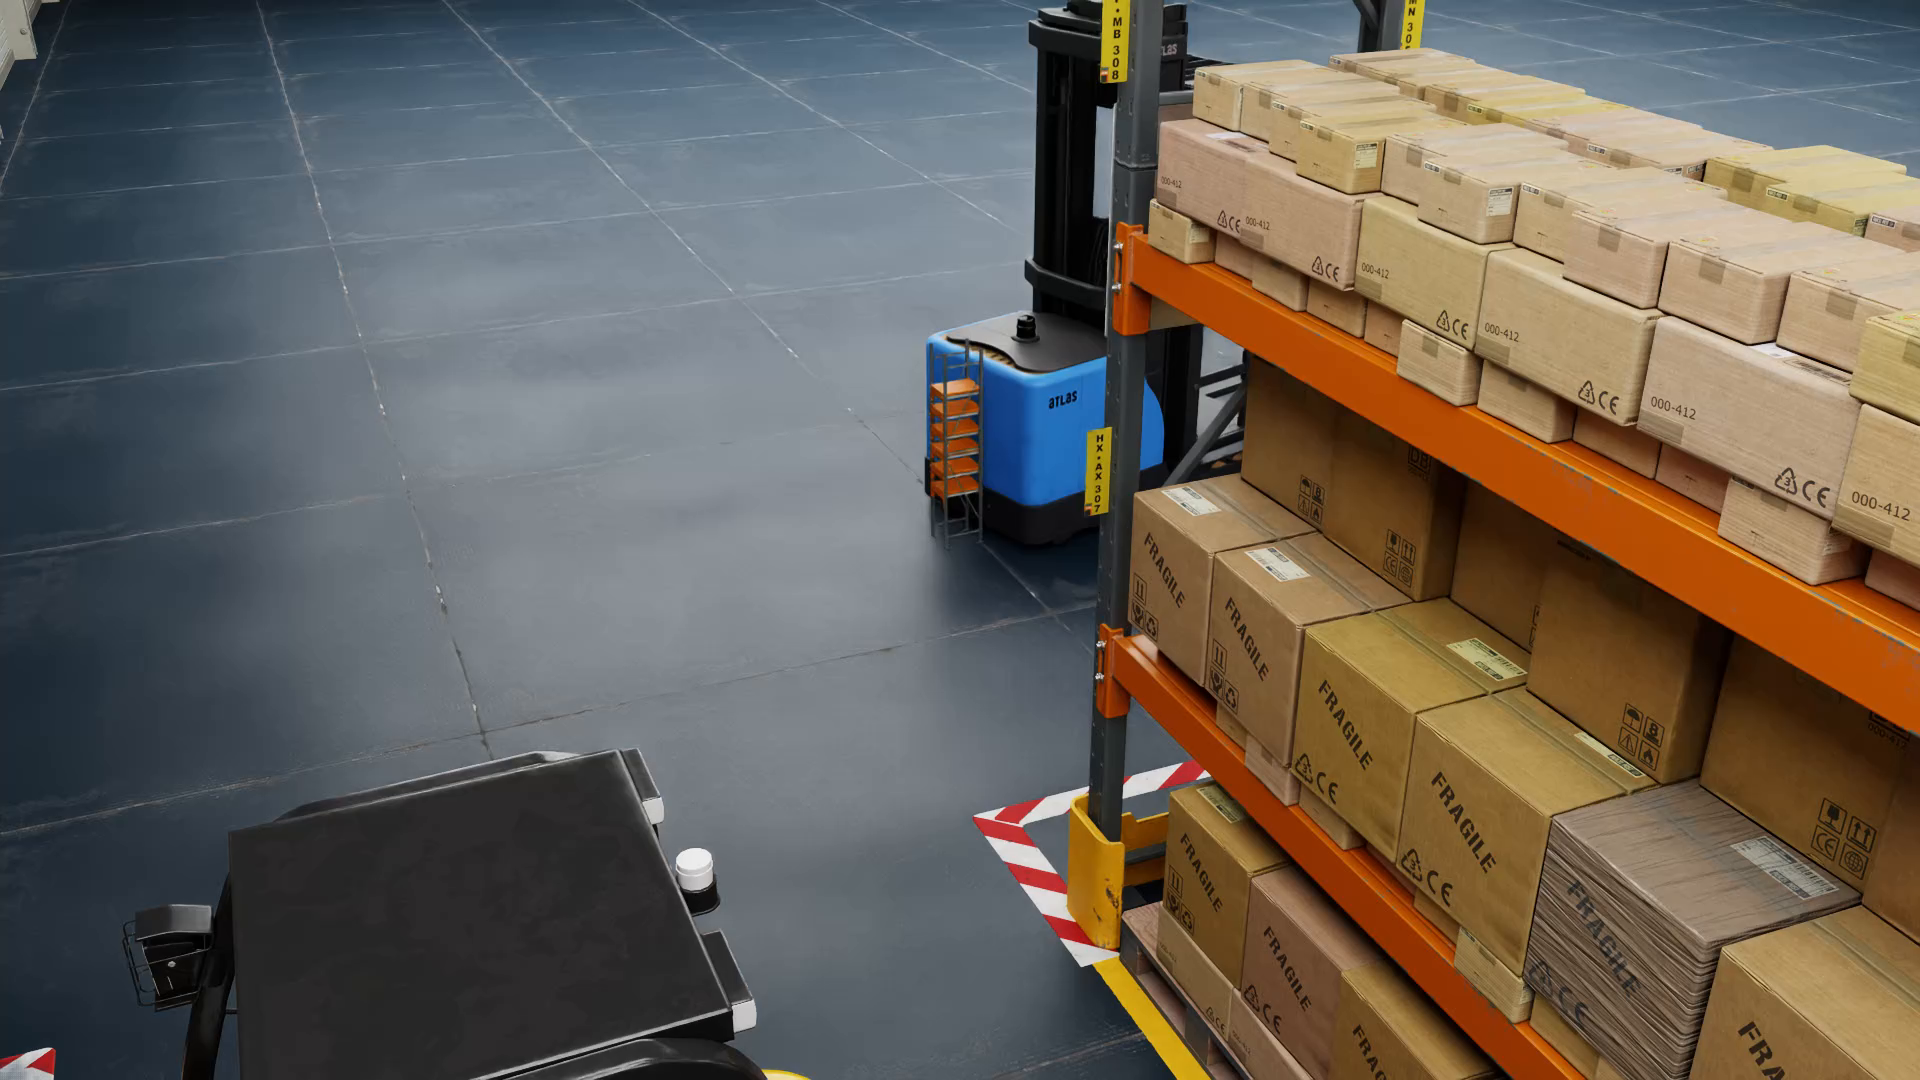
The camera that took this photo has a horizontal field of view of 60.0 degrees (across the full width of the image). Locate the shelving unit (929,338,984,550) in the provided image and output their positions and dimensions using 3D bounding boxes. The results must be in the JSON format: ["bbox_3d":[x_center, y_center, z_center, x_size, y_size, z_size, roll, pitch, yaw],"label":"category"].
[{"bbox_3d":[-0.020,-0.539,9.485,0.258,1.200,0.189,-12,28,-22],"label":"shelving unit"}]

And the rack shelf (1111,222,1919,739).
[{"bbox_3d":[1.770,-0.160,4.060,1.077,0.370,4.000,-11,28,-21],"label":"rack shelf"}]

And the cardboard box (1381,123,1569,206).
[{"bbox_3d":[1.307,-0.949,4.234,0.380,0.149,0.250,-11,28,-21],"label":"cardboard box"}]

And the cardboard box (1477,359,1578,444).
[{"bbox_3d":[1.468,-0.368,3.952,0.380,0.149,0.250,-11,28,-22],"label":"cardboard box"}]

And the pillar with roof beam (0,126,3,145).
[{"bbox_3d":[-7.224,-9.355,18.653,9.100,9.000,0.400,-11,28,-21],"label":"pillar with roof beam"}]

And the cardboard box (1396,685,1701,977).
[{"bbox_3d":[1.530,0.736,4.372,0.500,0.500,0.500,-11,28,-22],"label":"cardboard box"}]

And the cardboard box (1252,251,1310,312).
[{"bbox_3d":[1.075,-0.785,4.805,0.380,0.149,0.250,-10,28,-19],"label":"cardboard box"}]

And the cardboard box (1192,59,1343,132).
[{"bbox_3d":[0.938,-1.358,5.070,0.380,0.149,0.250,-11,28,-21],"label":"cardboard box"}]

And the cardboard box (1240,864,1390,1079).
[{"bbox_3d":[1.266,1.360,5.346,0.500,0.500,0.500,-12,28,-23],"label":"cardboard box"}]

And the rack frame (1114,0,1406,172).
[{"bbox_3d":[0.986,-2.638,4.897,1.000,3.000,0.127,-11,28,-21],"label":"rack frame"}]

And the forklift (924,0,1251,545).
[{"bbox_3d":[1.246,-1.801,10.098,3.031,2.935,1.130,-20,32,-35],"label":"forklift"}]

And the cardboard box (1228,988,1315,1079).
[{"bbox_3d":[1.241,1.685,5.536,0.500,0.250,0.500,-10,28,-19],"label":"cardboard box"}]

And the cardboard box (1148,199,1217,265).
[{"bbox_3d":[0.818,-0.988,5.222,0.380,0.149,0.250,-11,28,-21],"label":"cardboard box"}]

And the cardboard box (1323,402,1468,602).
[{"bbox_3d":[1.579,-0.196,5.140,0.700,0.500,0.500,-10,28,-20],"label":"cardboard box"}]

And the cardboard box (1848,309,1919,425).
[{"bbox_3d":[1.814,-0.306,2.917,0.380,0.149,0.250,-10,28,-19],"label":"cardboard box"}]

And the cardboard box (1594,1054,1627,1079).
[{"bbox_3d":[1.746,1.298,3.959,0.380,0.149,0.250,-11,28,-21],"label":"cardboard box"}]

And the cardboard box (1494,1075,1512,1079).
[{"bbox_3d":[1.673,1.779,4.489,0.500,0.500,0.500,-9,27,-18],"label":"cardboard box"}]

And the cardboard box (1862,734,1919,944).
[{"bbox_3d":[2.400,0.619,3.470,0.700,0.500,0.500,-10,28,-20],"label":"cardboard box"}]

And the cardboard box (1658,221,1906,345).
[{"bbox_3d":[1.658,-0.524,3.363,0.380,0.149,0.250,-10,28,-20],"label":"cardboard box"}]

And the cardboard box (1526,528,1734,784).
[{"bbox_3d":[1.941,0.217,4.294,0.700,0.500,0.500,-11,28,-21],"label":"cardboard box"}]

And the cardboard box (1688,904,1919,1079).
[{"bbox_3d":[1.942,1.150,3.522,0.500,0.500,0.500,-10,28,-19],"label":"cardboard box"}]

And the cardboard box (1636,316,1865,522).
[{"bbox_3d":[1.747,-0.286,3.330,0.500,0.250,0.500,-11,28,-21],"label":"cardboard box"}]

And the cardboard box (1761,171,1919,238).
[{"bbox_3d":[2.045,-0.718,3.760,0.380,0.149,0.250,-10,28,-20],"label":"cardboard box"}]

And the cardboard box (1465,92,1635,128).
[{"bbox_3d":[1.625,-1.128,4.601,0.380,0.149,0.250,-10,28,-20],"label":"cardboard box"}]

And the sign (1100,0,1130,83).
[{"bbox_3d":[0.487,-1.590,5.173,0.100,0.325,0.005,-11,28,-21],"label":"sign"}]

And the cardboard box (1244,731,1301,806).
[{"bbox_3d":[1.127,0.674,5.237,0.380,0.149,0.250,-10,28,-20],"label":"cardboard box"}]

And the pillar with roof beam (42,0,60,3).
[{"bbox_3d":[-11.923,-14.199,28.575,9.100,9.000,0.400,-11,28,-21],"label":"pillar with roof beam"}]

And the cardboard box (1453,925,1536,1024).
[{"bbox_3d":[1.539,1.092,4.381,0.380,0.149,0.250,-10,28,-20],"label":"cardboard box"}]

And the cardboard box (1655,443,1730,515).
[{"bbox_3d":[1.735,-0.175,3.557,0.380,0.149,0.250,-10,28,-19],"label":"cardboard box"}]

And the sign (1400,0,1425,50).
[{"bbox_3d":[1.505,-1.776,5.540,0.100,0.325,0.005,-11,28,-21],"label":"sign"}]

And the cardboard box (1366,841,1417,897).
[{"bbox_3d":[1.418,0.869,4.838,0.380,0.149,0.250,-10,28,-19],"label":"cardboard box"}]

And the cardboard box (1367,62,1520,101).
[{"bbox_3d":[1.456,-1.339,5.033,0.380,0.149,0.250,-10,28,-20],"label":"cardboard box"}]

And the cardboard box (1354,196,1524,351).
[{"bbox_3d":[1.352,-0.699,4.175,0.500,0.250,0.500,-10,28,-19],"label":"cardboard box"}]

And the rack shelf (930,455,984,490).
[{"bbox_3d":[-0.020,-0.391,9.557,0.258,0.103,0.180,-12,28,-22],"label":"rack shelf"}]

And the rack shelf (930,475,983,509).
[{"bbox_3d":[-0.020,-0.283,9.610,0.258,0.103,0.180,-12,28,-22],"label":"rack shelf"}]

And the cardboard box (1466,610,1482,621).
[{"bbox_3d":[1.837,0.456,4.944,0.500,0.500,0.500,-11,28,-21],"label":"cardboard box"}]

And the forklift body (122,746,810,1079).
[{"bbox_3d":[-1.158,1.745,3.724,2.313,2.155,1.214,-11,28,-21],"label":"forklift body"}]

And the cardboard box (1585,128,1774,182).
[{"bbox_3d":[1.792,-0.918,4.170,0.380,0.149,0.250,-11,28,-22],"label":"cardboard box"}]

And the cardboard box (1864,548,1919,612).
[{"bbox_3d":[1.953,0.035,3.126,0.380,0.149,0.250,-12,28,-22],"label":"cardboard box"}]

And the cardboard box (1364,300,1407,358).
[{"bbox_3d":[1.302,-0.582,4.391,0.380,0.149,0.250,-11,28,-22],"label":"cardboard box"}]

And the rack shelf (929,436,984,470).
[{"bbox_3d":[-0.020,-0.499,9.505,0.258,0.103,0.180,-12,28,-22],"label":"rack shelf"}]

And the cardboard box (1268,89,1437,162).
[{"bbox_3d":[1.092,-1.147,4.639,0.380,0.149,0.250,-11,28,-21],"label":"cardboard box"}]

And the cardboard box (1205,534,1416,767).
[{"bbox_3d":[1.122,0.326,5.210,0.500,0.500,0.500,-10,28,-19],"label":"cardboard box"}]

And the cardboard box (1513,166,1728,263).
[{"bbox_3d":[1.505,-0.738,3.801,0.380,0.149,0.250,-10,28,-20],"label":"cardboard box"}]

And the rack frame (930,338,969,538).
[{"bbox_3d":[-0.059,-0.575,9.560,0.240,1.200,0.006,-12,28,-22],"label":"rack frame"}]

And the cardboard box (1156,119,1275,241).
[{"bbox_3d":[0.938,-1.108,5.014,0.500,0.250,0.500,-11,28,-22],"label":"cardboard box"}]
